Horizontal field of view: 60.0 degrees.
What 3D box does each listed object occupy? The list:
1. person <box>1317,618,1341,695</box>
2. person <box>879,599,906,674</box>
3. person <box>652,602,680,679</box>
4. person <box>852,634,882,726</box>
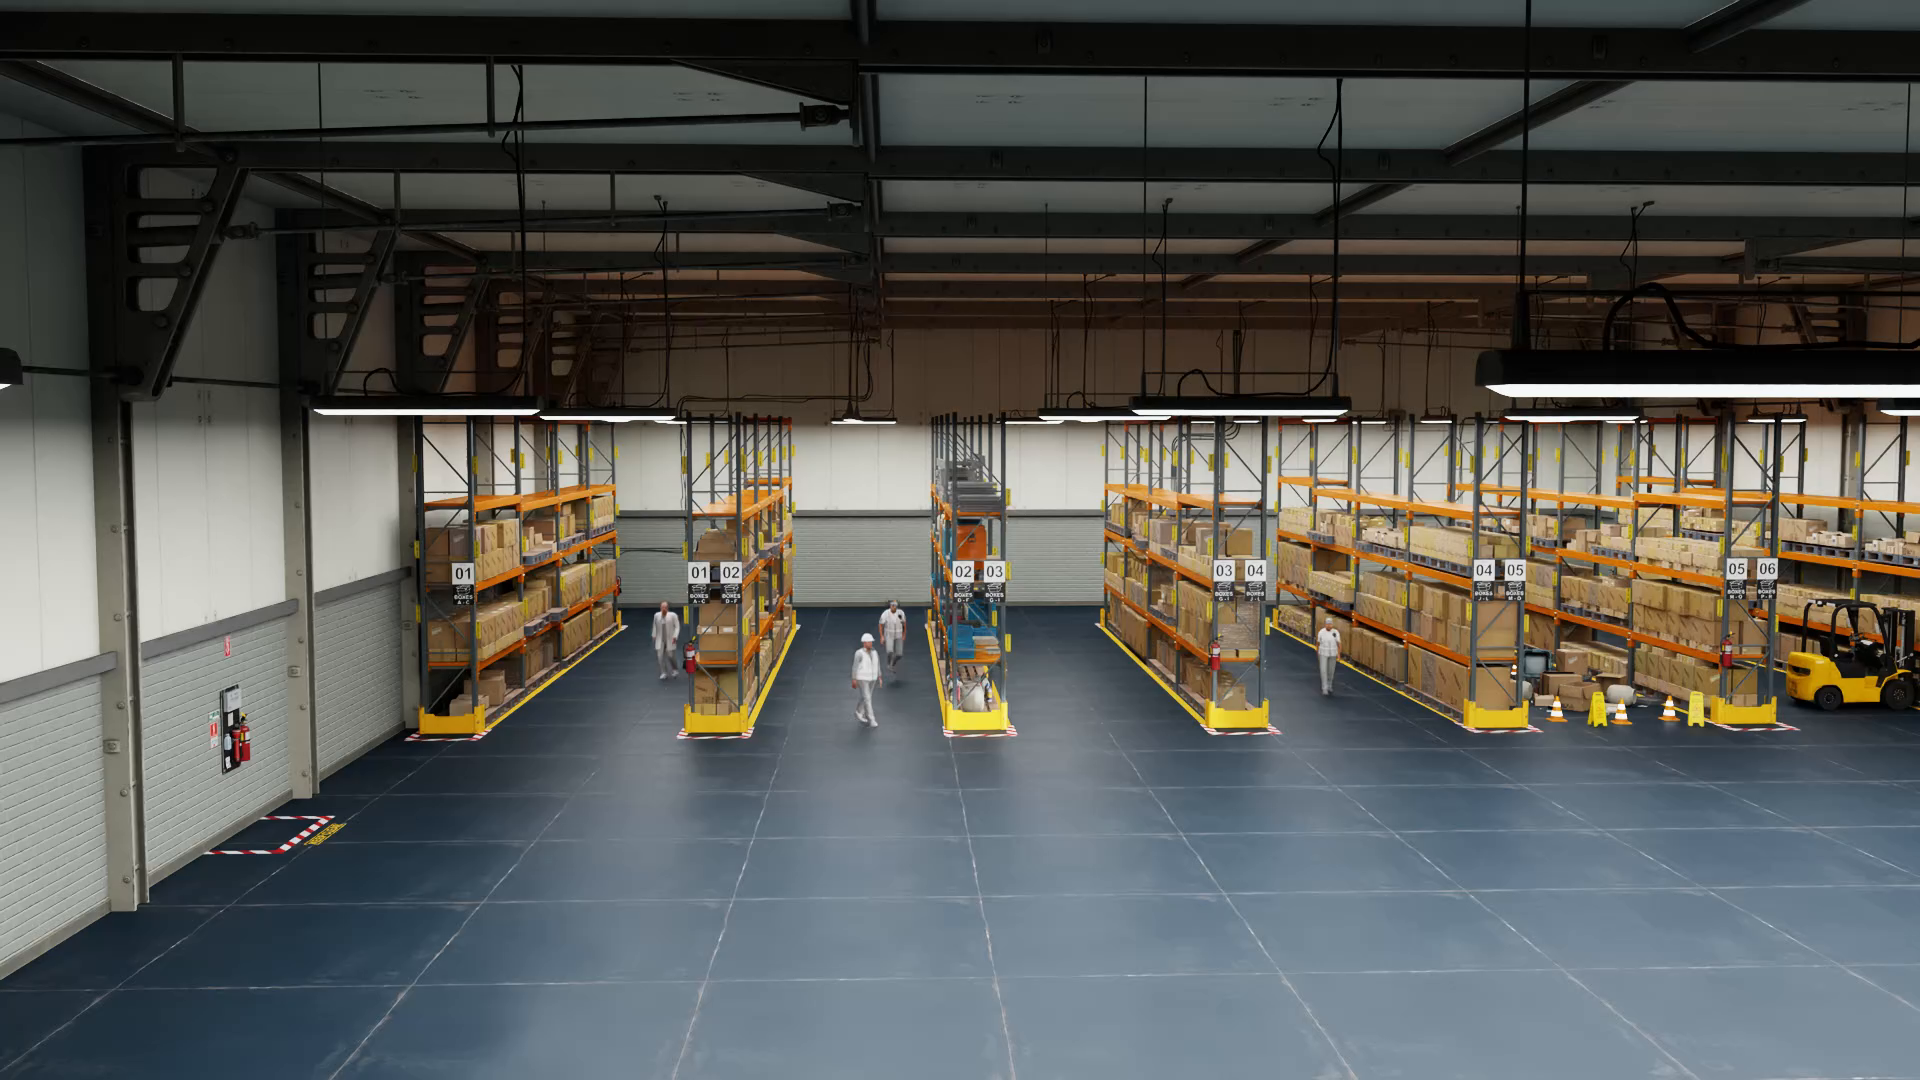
[{"bbox_3d":[7.909,2.475,35.558,0.491,1.615,0.938,0,4,4],"label":"person"},{"bbox_3d":[-1.523,2.184,37.488,0.626,1.742,0.731,-1,4,-15],"label":"person"},{"bbox_3d":[-6.708,2.277,38.039,0.673,1.763,0.664,1,4,8],"label":"person"},{"bbox_3d":[-1.748,2.663,31.903,0.947,1.730,0.585,4,5,43],"label":"person"}]
